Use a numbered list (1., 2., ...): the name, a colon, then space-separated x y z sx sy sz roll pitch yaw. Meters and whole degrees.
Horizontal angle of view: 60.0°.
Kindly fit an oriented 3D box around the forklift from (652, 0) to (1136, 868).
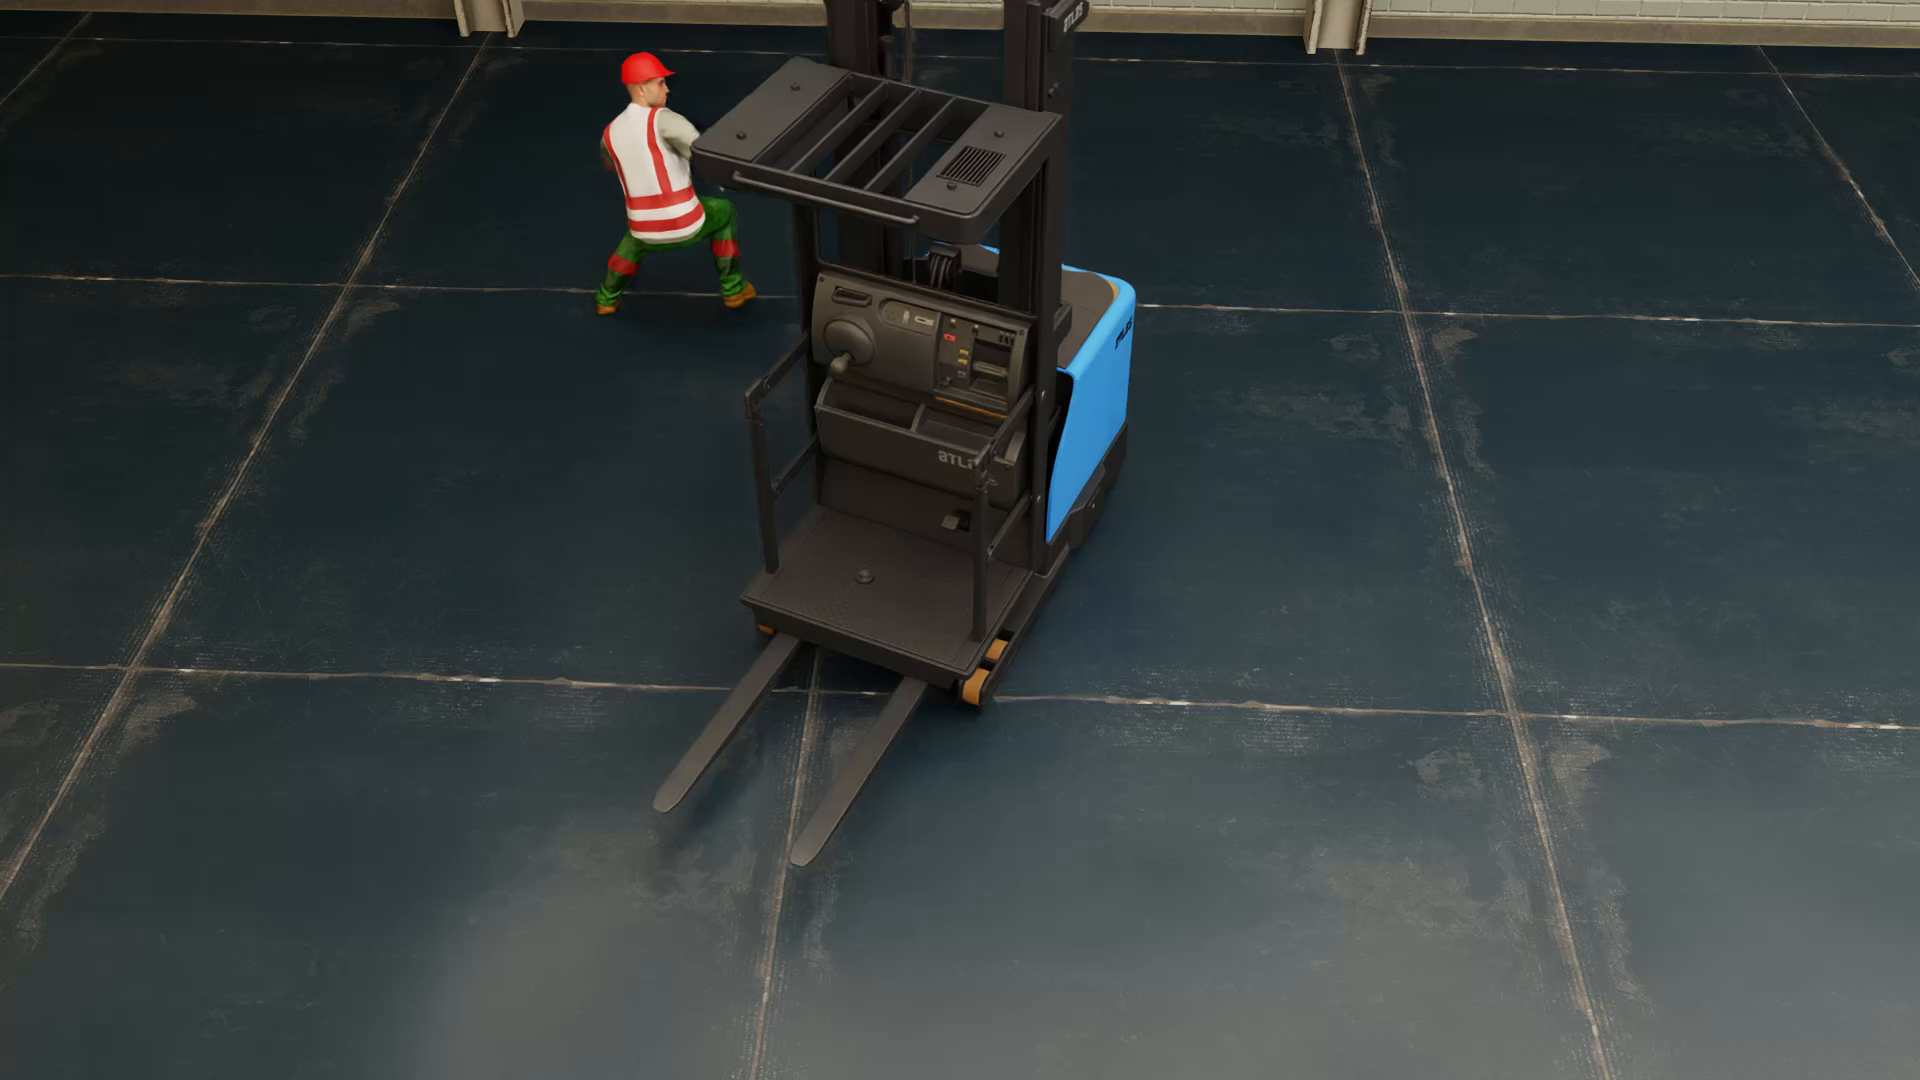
1. forklift: -0.257 -0.709 6.519 1.130 2.935 3.031 17 45 18

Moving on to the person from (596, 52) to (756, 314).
1. person: -1.594 -1.841 8.856 0.898 1.540 0.777 9 43 10
